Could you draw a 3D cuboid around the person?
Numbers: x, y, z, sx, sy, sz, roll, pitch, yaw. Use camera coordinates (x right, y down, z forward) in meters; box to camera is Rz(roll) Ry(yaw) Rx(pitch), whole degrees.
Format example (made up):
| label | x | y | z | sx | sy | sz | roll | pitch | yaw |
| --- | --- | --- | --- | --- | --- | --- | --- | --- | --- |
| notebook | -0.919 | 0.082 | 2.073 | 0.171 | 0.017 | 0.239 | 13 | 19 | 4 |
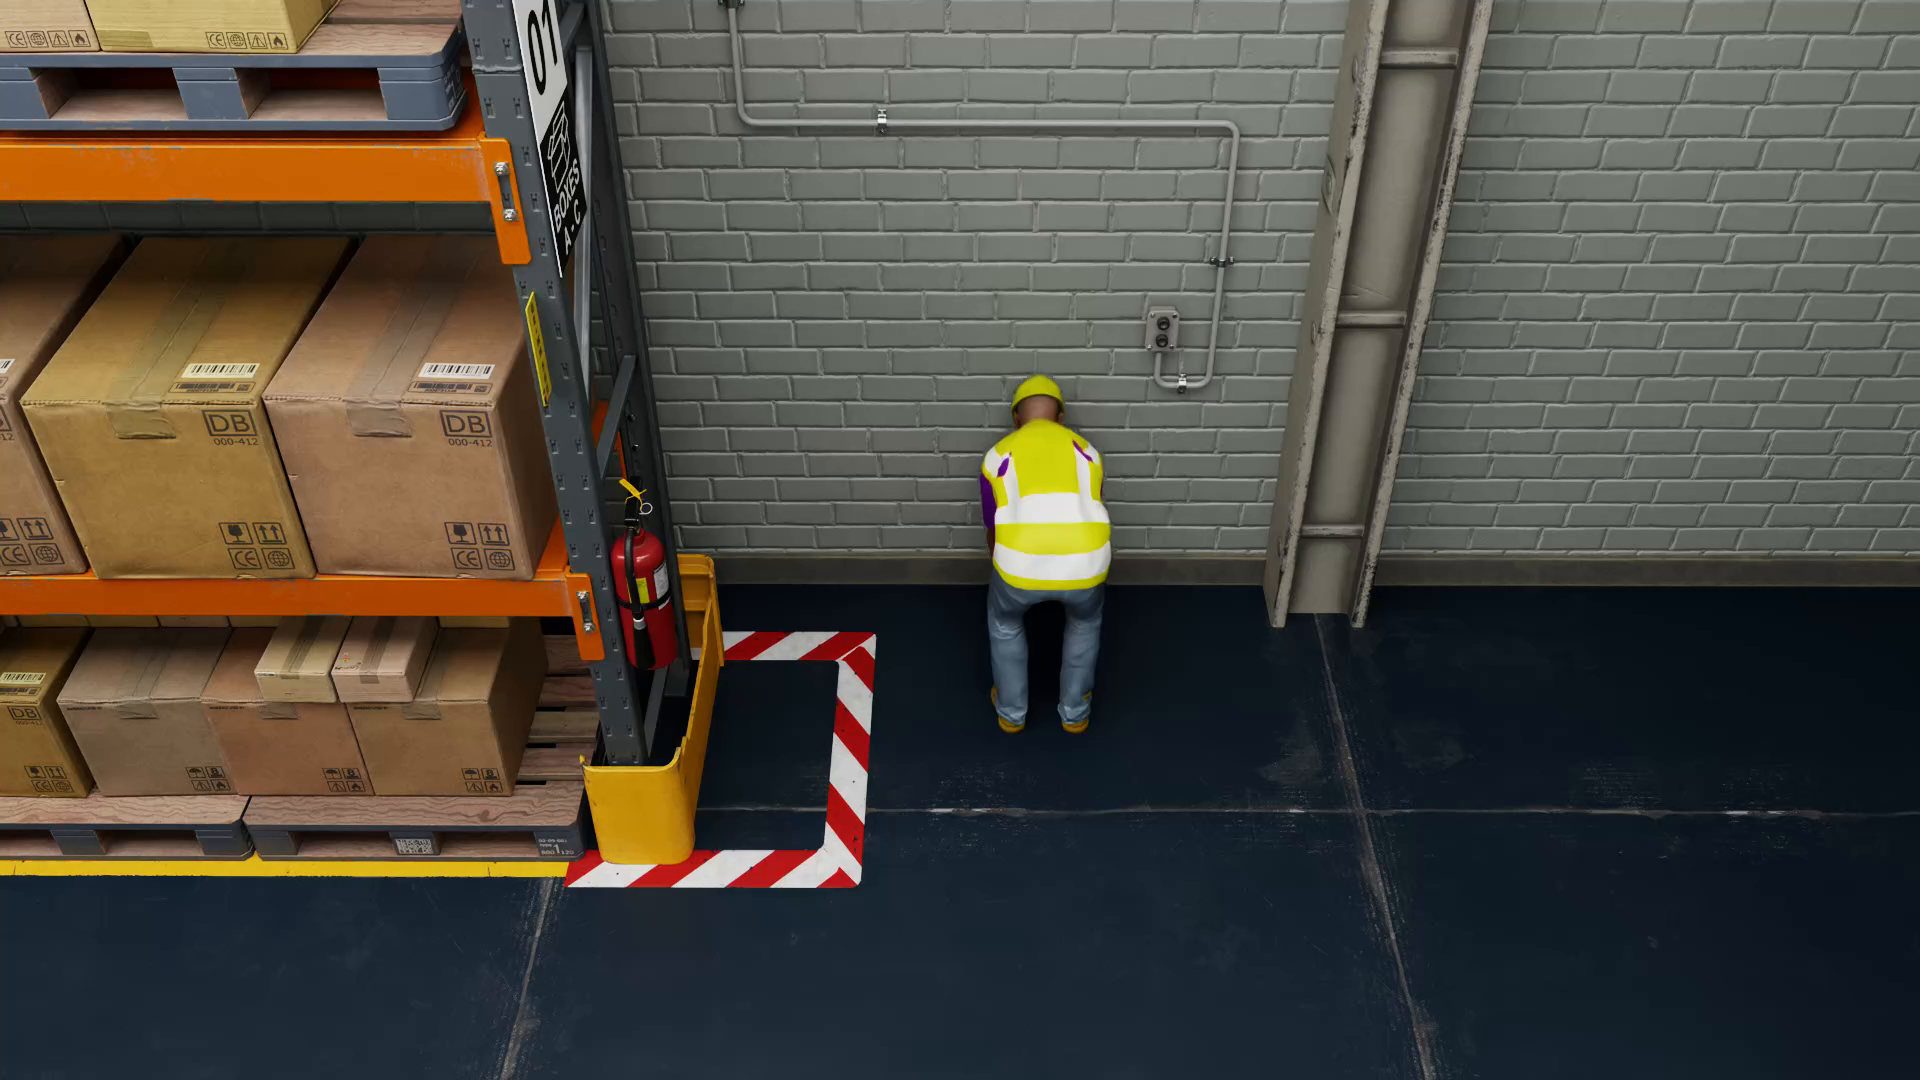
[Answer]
| label | x | y | z | sx | sy | sz | roll | pitch | yaw |
| --- | --- | --- | --- | --- | --- | --- | --- | --- | --- |
| person | 0.313 | 0.076 | 6.493 | 0.475 | 1.192 | 0.967 | -1 | 39 | -1 |
